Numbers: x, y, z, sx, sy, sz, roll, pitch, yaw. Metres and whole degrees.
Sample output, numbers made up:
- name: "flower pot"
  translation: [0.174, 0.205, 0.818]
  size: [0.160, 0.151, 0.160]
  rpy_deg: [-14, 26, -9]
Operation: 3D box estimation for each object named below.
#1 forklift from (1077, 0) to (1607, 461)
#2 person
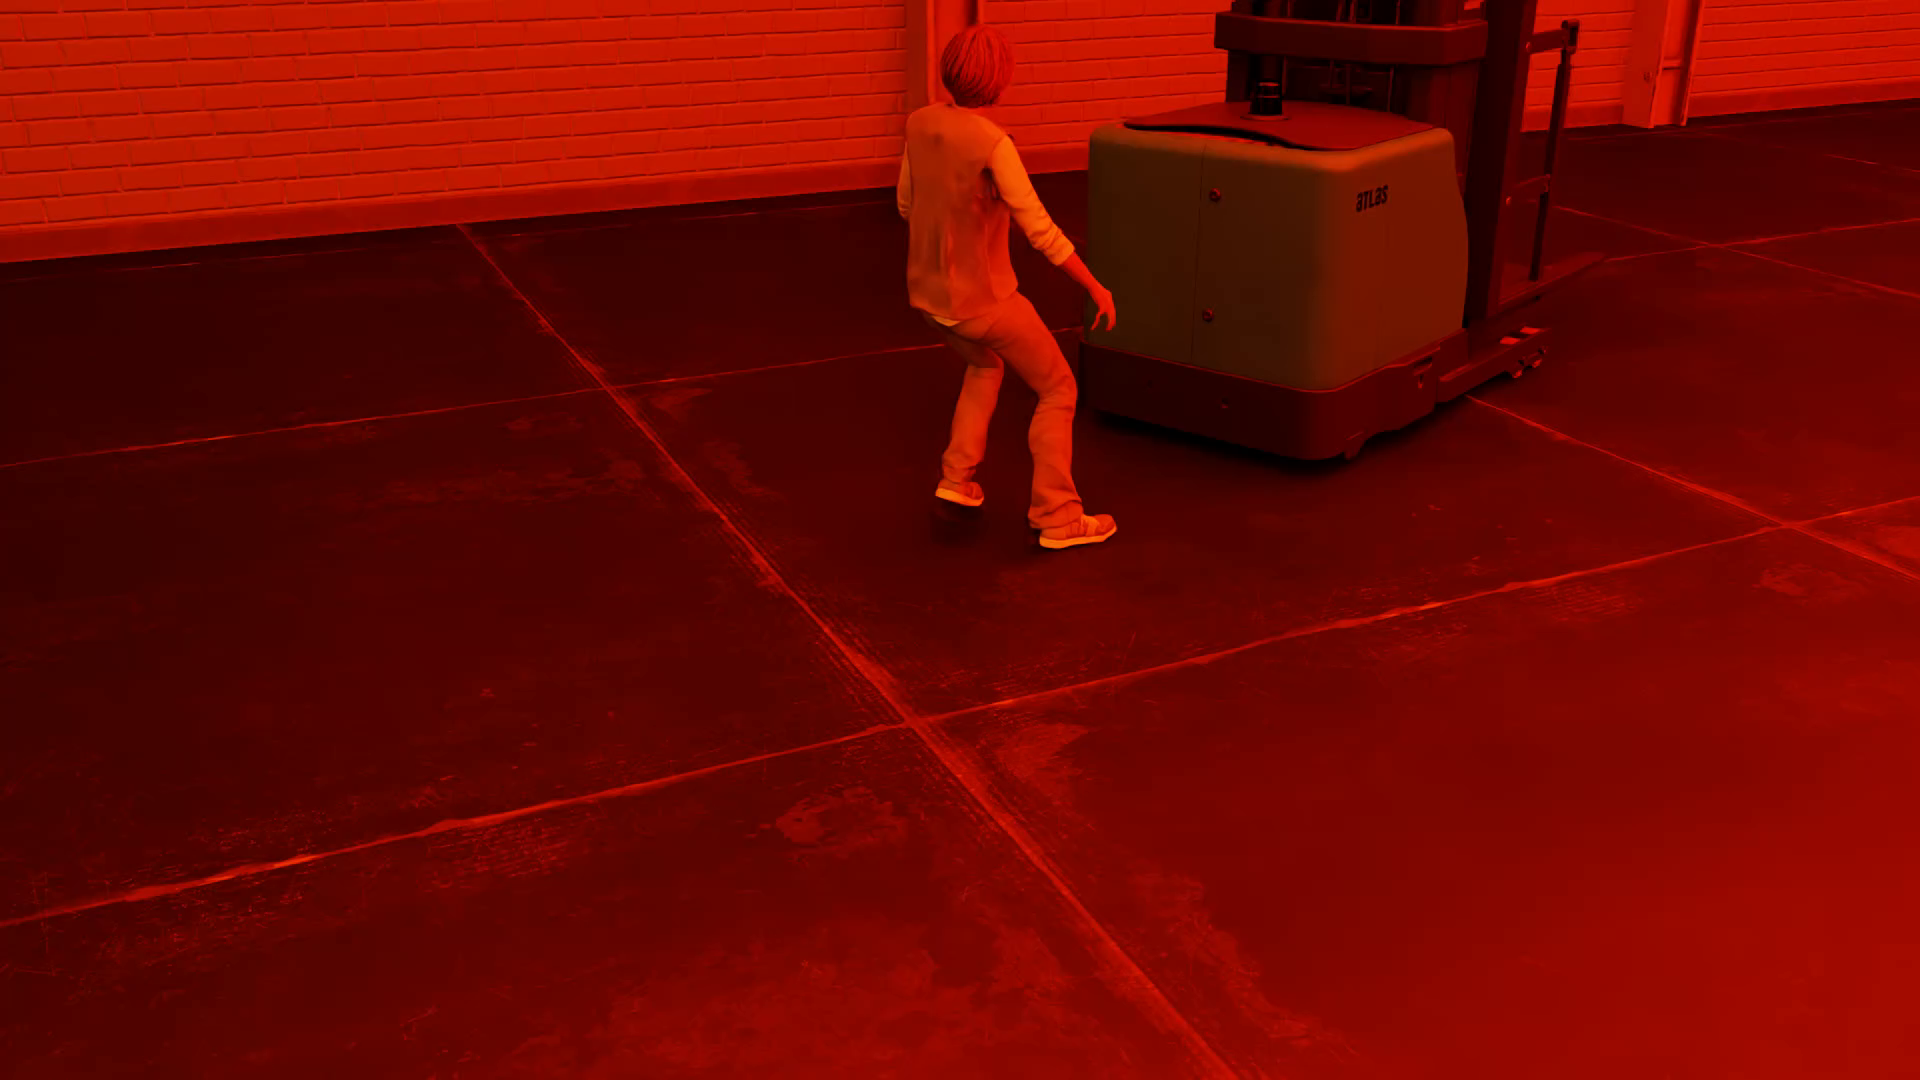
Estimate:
- name: "forklift"
  translation: [1.768, -2.110, 6.367]
  size: [1.130, 2.935, 3.031]
  rpy_deg: [18, 29, 37]
- name: "person"
  translation: [0.123, -0.740, 4.907]
  size: [0.460, 1.512, 0.640]
  rpy_deg: [-19, 29, -39]
